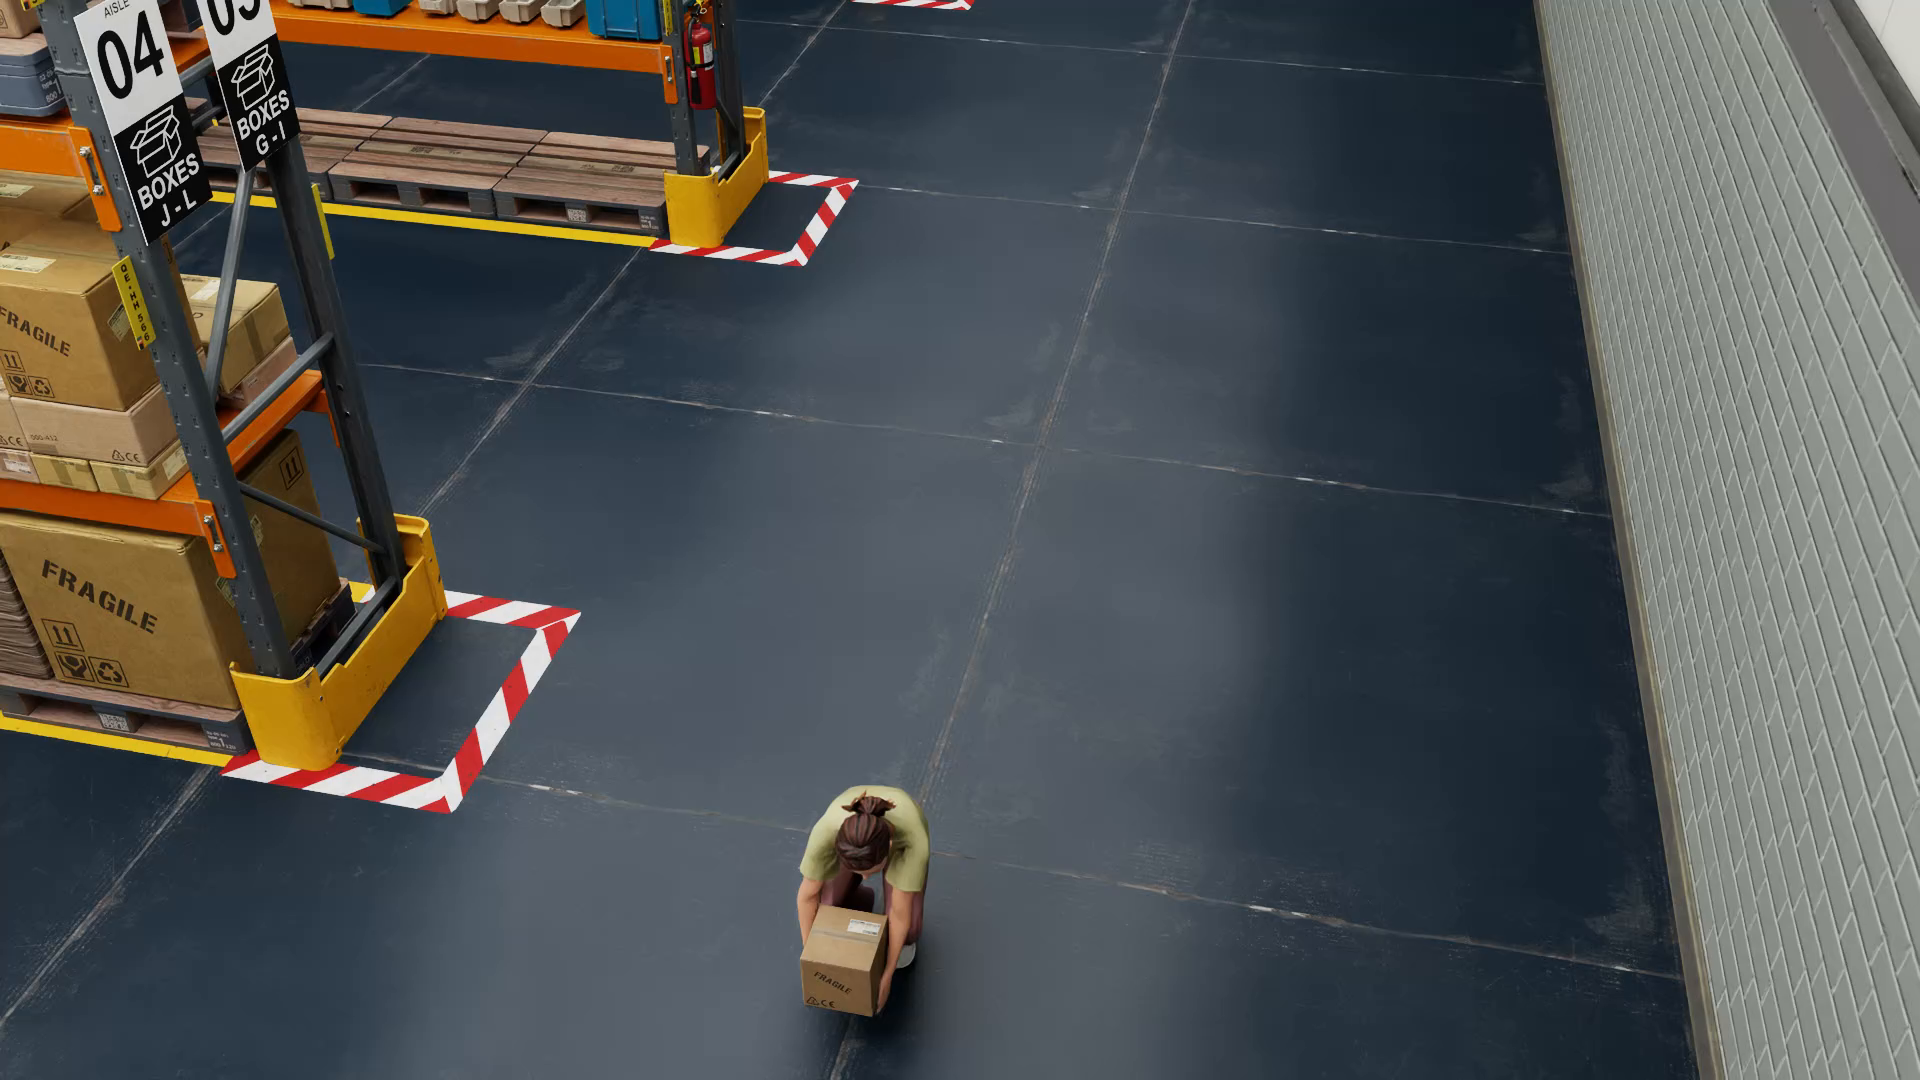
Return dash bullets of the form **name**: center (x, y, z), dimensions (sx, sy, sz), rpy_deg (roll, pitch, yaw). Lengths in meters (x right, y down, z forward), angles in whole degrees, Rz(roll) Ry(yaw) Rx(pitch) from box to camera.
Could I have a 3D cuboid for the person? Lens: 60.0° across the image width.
- **person**: center (-0.323, 1.186, 5.996), dimensions (0.463, 0.943, 0.786), rpy_deg (7, 37, 9)
